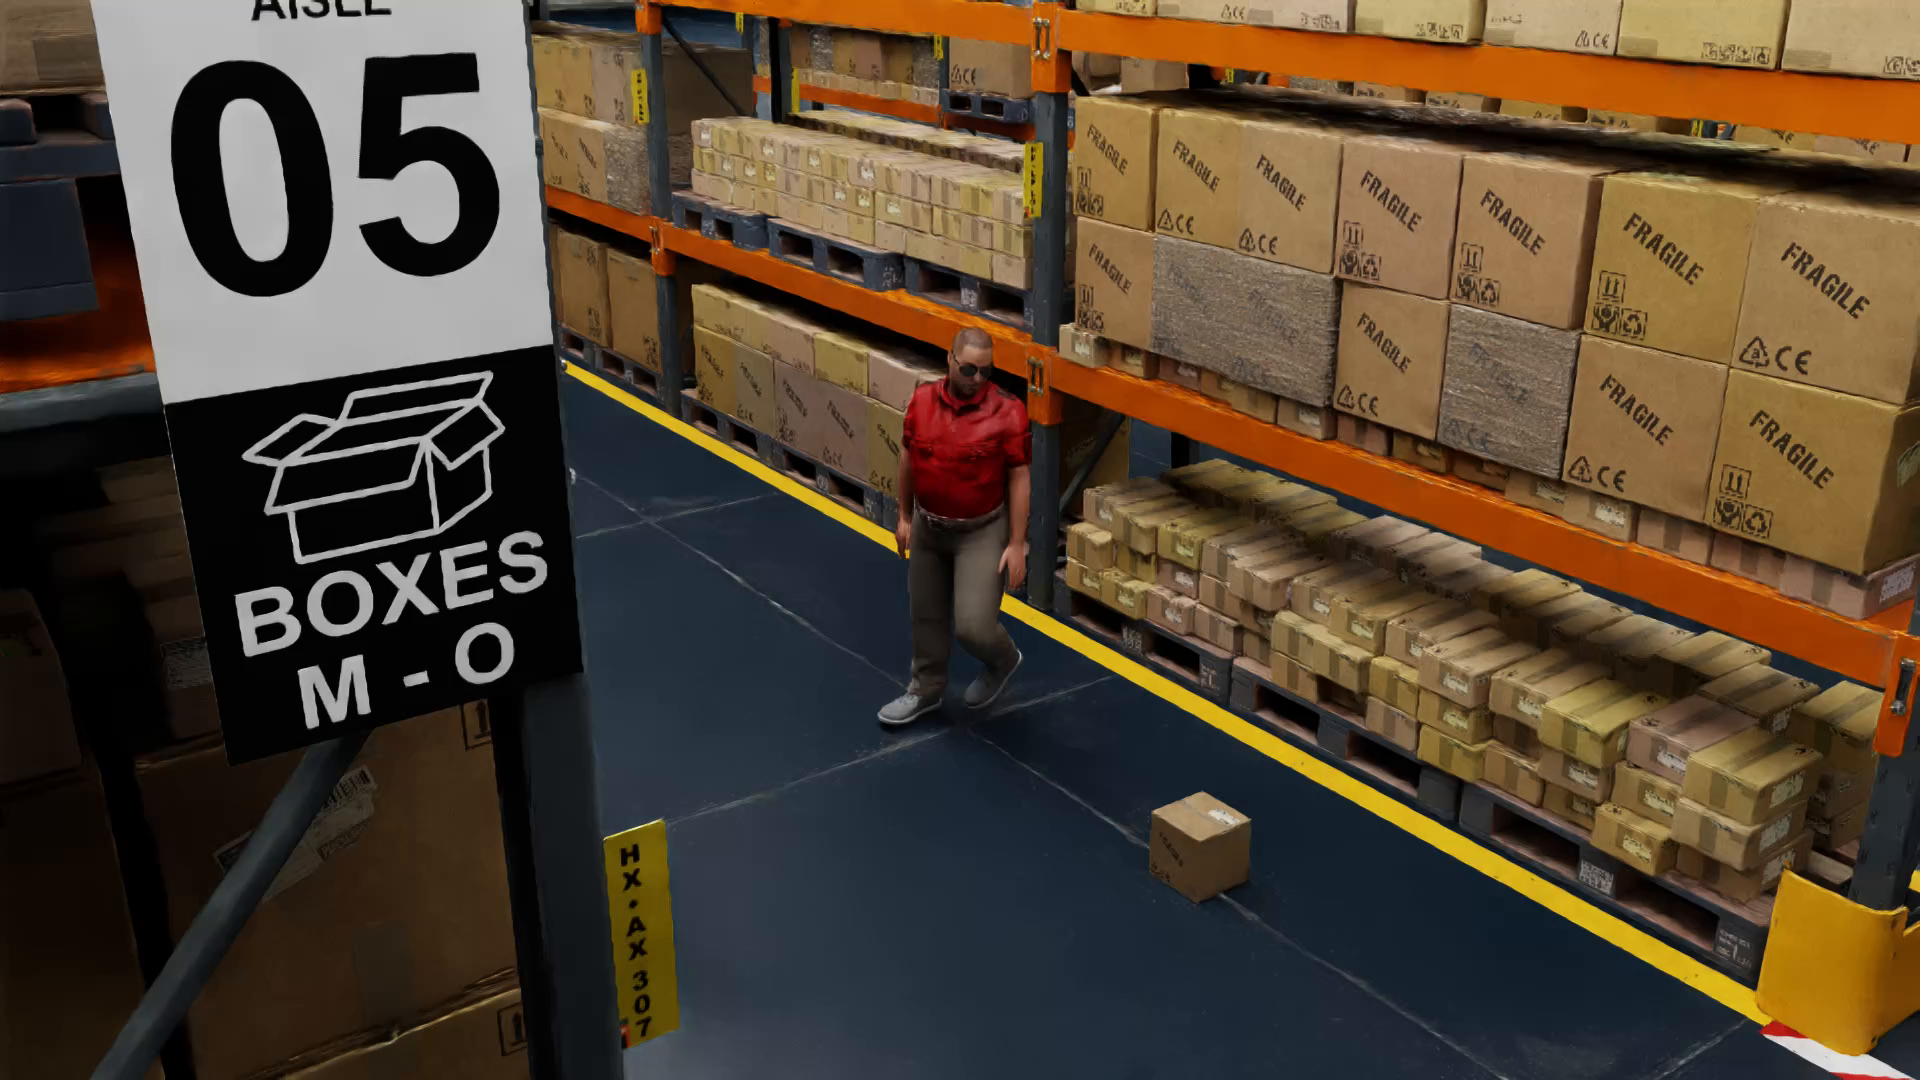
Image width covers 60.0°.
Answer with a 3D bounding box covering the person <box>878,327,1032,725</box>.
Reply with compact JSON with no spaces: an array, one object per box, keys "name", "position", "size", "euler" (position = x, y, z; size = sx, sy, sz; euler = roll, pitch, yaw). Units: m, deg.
[{"name":"person","position":[0.024,-0.041,6.690],"size":[0.630,1.707,0.513],"euler":[12,24,28]}]
